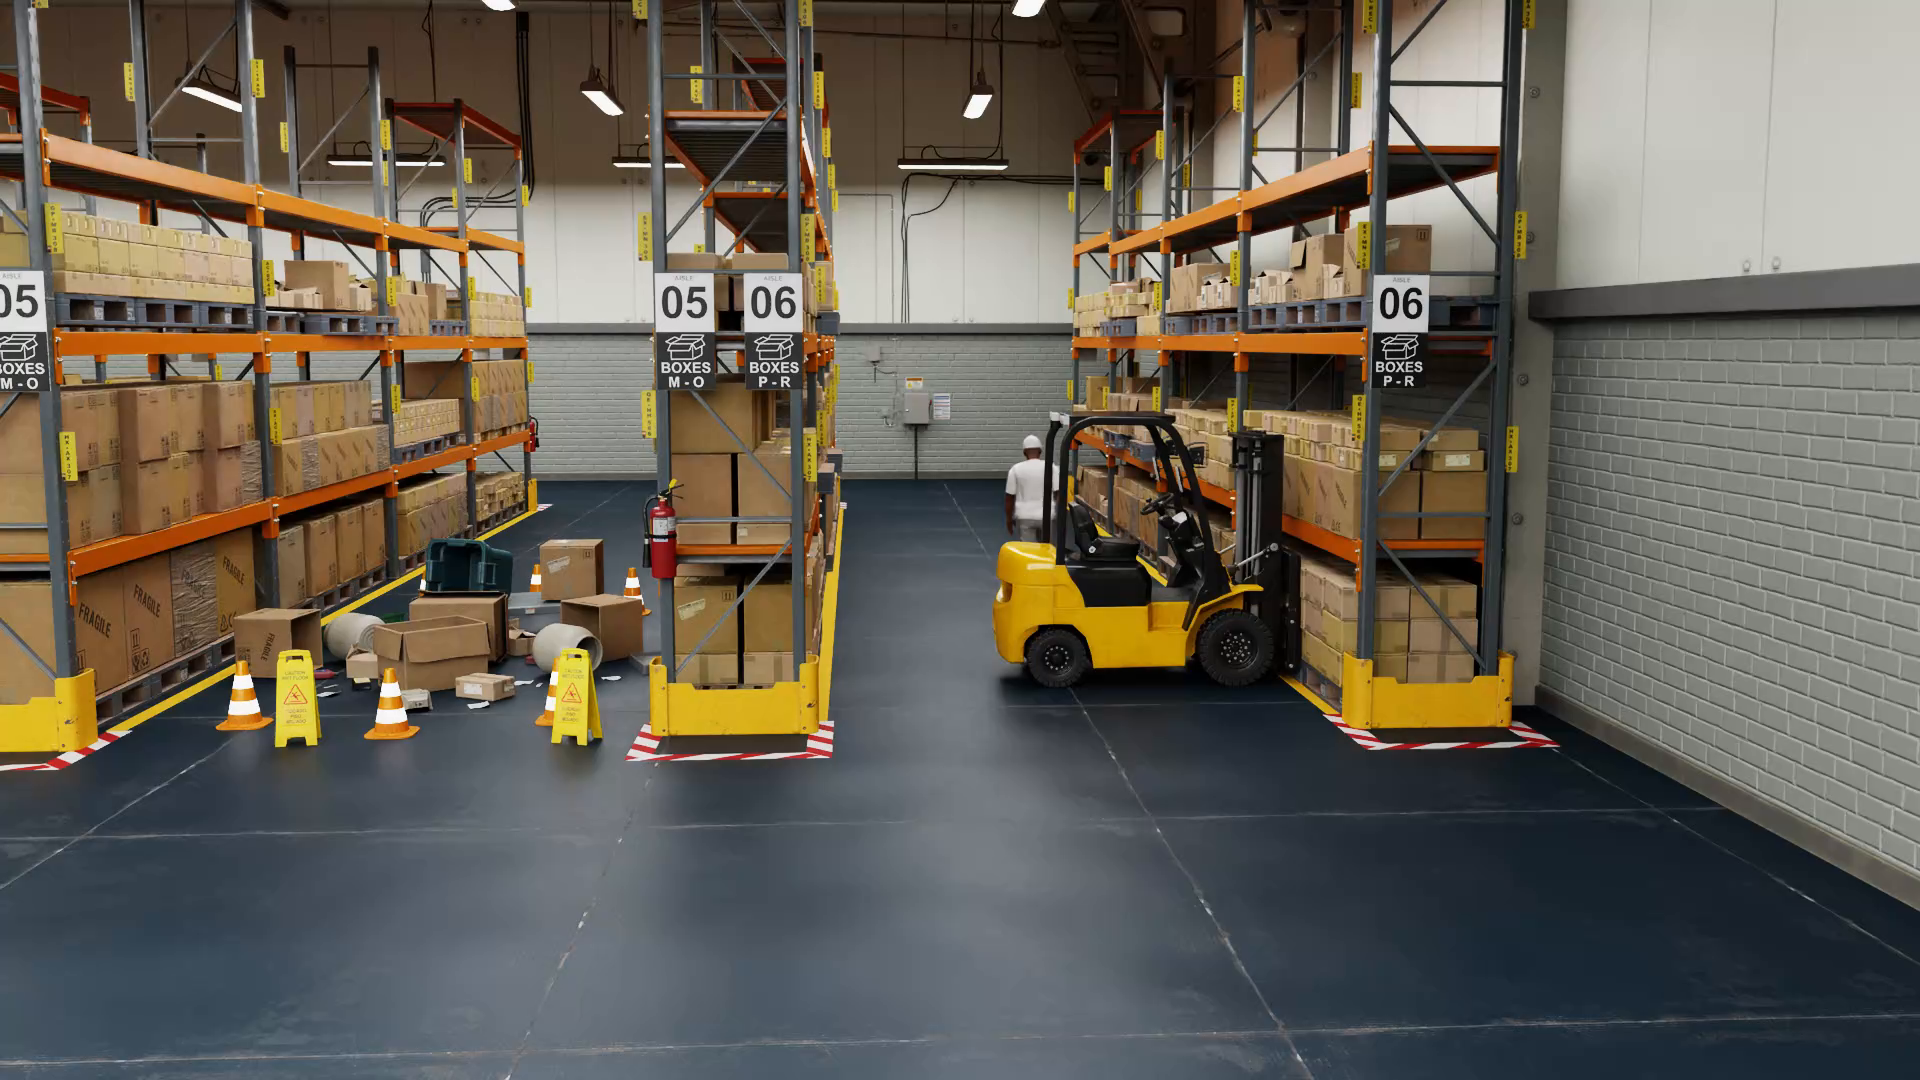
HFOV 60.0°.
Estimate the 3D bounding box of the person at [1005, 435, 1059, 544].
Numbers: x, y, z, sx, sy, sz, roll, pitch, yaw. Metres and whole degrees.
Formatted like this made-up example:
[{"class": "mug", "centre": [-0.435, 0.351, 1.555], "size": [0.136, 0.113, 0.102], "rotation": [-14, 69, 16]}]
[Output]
[{"class": "person", "centre": [0.773, -0.166, 17.196], "size": [0.598, 1.825, 0.703], "rotation": [-1, 7, -4]}]
